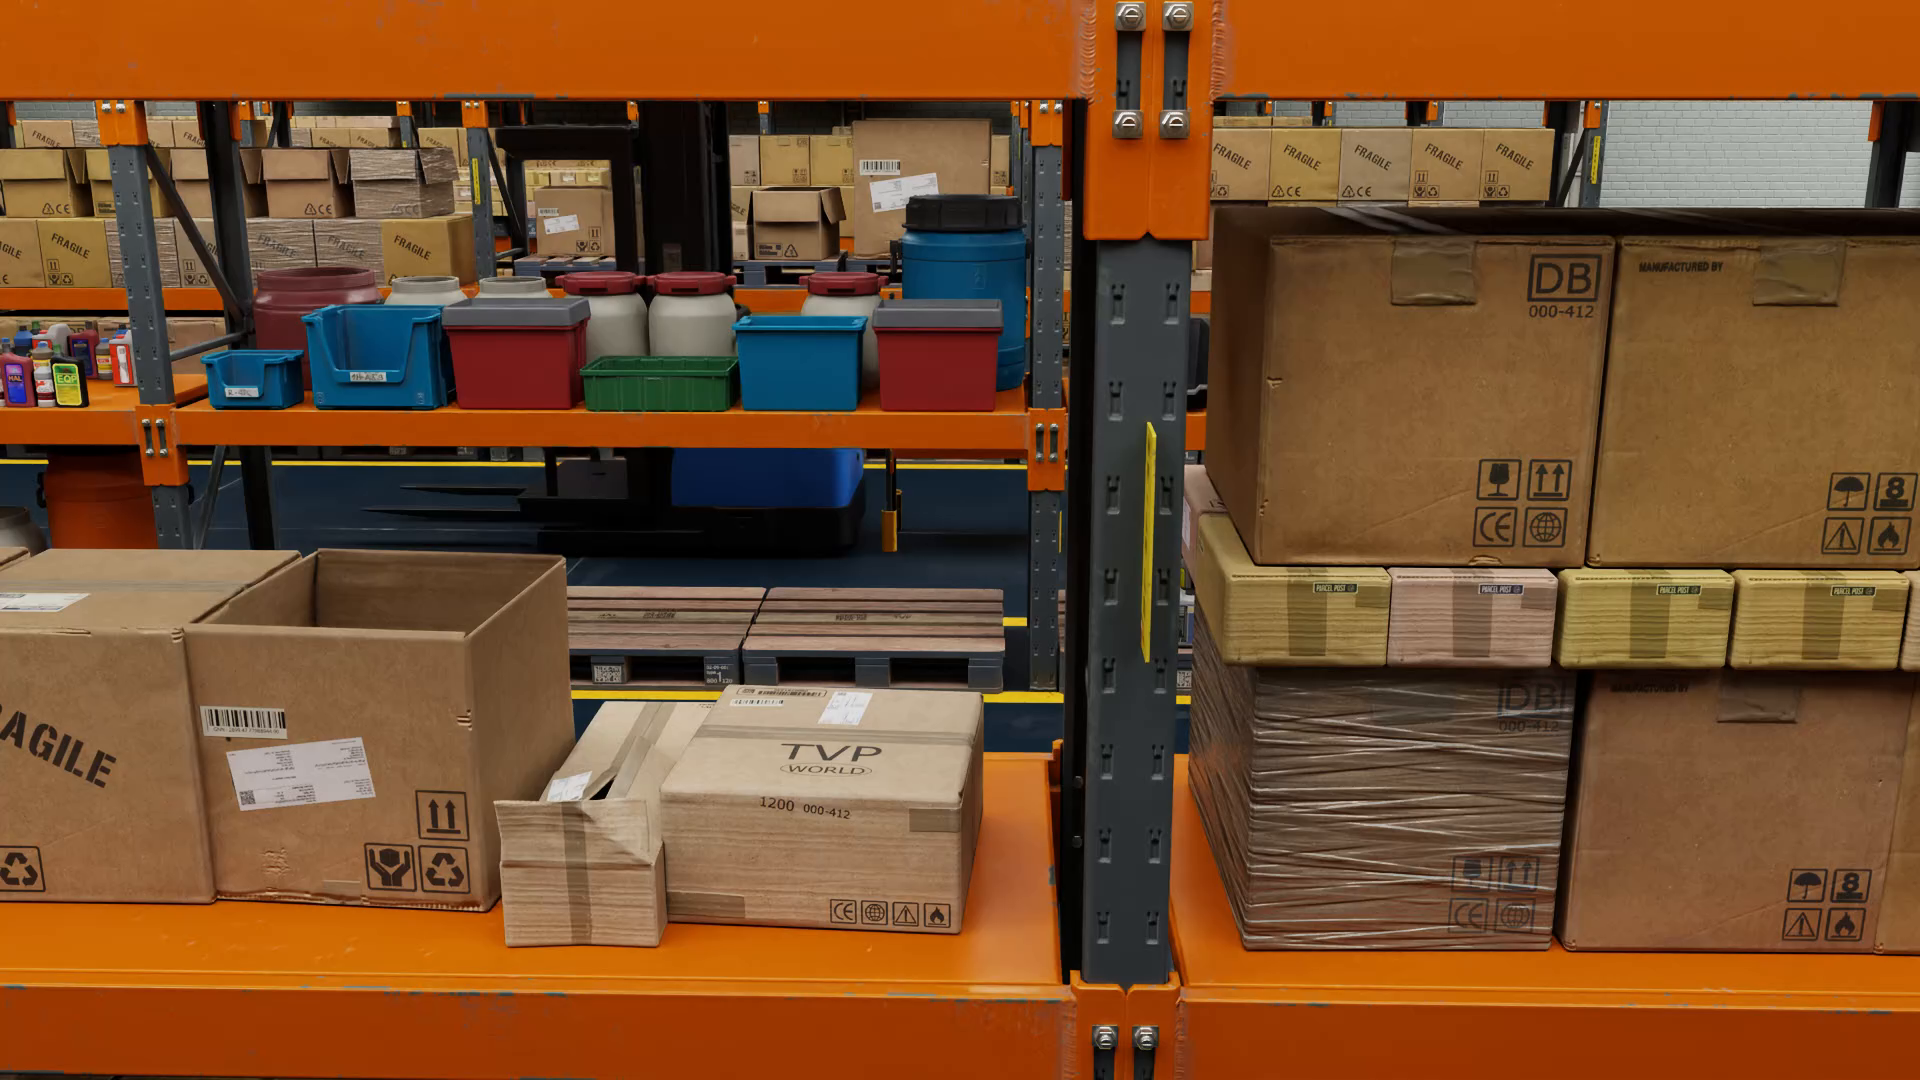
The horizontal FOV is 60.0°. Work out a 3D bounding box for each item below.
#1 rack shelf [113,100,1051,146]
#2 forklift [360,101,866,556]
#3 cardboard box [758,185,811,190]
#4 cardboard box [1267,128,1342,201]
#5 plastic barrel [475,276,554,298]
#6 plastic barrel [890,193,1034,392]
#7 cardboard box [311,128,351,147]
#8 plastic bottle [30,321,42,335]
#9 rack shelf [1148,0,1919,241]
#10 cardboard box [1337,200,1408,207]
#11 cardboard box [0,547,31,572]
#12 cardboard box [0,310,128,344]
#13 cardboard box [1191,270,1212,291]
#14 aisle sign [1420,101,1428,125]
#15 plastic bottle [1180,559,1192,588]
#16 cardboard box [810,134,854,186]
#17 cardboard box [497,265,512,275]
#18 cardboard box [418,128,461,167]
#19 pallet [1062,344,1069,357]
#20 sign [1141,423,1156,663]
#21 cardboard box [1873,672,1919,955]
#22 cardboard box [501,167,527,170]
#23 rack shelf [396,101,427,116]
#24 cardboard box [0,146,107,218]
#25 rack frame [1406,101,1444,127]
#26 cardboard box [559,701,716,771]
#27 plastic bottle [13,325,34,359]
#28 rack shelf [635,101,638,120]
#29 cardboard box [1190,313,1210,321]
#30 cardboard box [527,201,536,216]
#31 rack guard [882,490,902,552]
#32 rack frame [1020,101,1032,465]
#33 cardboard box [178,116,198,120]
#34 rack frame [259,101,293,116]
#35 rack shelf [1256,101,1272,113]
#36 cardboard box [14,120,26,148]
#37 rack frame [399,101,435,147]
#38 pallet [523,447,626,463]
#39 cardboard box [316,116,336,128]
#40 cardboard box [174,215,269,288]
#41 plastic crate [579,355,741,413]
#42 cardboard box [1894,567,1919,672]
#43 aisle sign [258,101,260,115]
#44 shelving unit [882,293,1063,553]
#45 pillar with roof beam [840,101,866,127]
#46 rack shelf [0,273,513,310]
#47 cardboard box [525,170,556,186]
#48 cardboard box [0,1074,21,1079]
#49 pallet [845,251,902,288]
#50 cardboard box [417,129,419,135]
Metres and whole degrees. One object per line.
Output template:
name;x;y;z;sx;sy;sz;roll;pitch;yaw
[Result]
rack shelf;-1.601;-1.992;7.541;4.000;0.370;1.077;0;15;1
forklift;-2.144;-1.456;10.112;3.031;2.935;1.130;1;15;3
cardboard box;-1.792;-3.401;17.153;0.500;0.500;0.500;0;15;1
cardboard box;2.468;-2.741;12.110;0.500;0.500;0.500;0;15;1
plastic barrel;-2.146;-1.002;8.038;0.421;0.512;0.421;0;15;0
plastic barrel;0.020;-1.199;8.021;0.708;0.901;0.600;0;15;1
cardboard box;-8.206;-5.189;21.971;0.500;0.500;0.500;0;15;1
plastic bottle;-4.620;-0.947;8.278;0.133;0.283;0.061;0;15;1
rack shelf;2.267;-0.703;2.655;4.000;0.370;1.077;0;15;1
cardboard box;2.972;-2.303;12.411;0.500;0.500;0.875;0;15;1
cardboard box;-2.053;0.319;3.055;0.500;0.500;0.500;0;15;-2
cardboard box;-6.833;-1.368;12.989;0.875;0.875;1.225;0;15;2
cardboard box;1.731;-1.929;12.265;0.250;0.149;0.380;0;15;1
aisle sign;4.829;-4.711;17.220;0.004;0.787;0.394;0;15;1
plastic bottle;1.045;0.159;8.188;0.185;0.351;0.144;0;15;1
cardboard box;-1.269;-3.947;17.266;0.500;0.500;0.700;0;15;1
cardboard box;-4.950;-2.732;17.424;0.500;0.250;0.500;1;15;3
cardboard box;-6.787;-5.175;21.918;0.500;0.500;0.500;1;15;2
pallet;1.510;-2.031;17.623;1.213;0.211;1.003;0;15;1
sign;0.264;0.003;2.332;0.005;0.325;0.100;0;15;1
cardboard box;1.740;0.346;2.954;0.500;0.500;0.700;1;15;2
cardboard box;-4.753;-3.859;17.588;0.250;0.149;0.380;1;15;4
rack shelf;-9.219;-5.835;22.105;4.000;0.370;1.077;0;15;1
cardboard box;-6.834;-2.723;12.619;0.637;0.503;0.797;0;15;0
rack frame;4.751;-3.378;17.263;0.127;3.000;1.000;0;15;1
cardboard box;-0.613;0.450;3.246;0.250;0.149;0.380;0;15;1
plastic bottle;-4.604;-0.921;8.203;0.097;0.271;0.097;0;15;0
rack shelf;-1.247;-4.520;17.120;4.000;0.370;1.077;0;15;1
cardboard box;2.280;-2.553;17.478;0.875;0.875;0.875;0;15;2
cardboard box;-4.257;-3.401;17.021;0.250;0.149;0.380;1;15;2
rack guard;-0.422;-0.124;10.319;0.087;0.250;0.587;0;15;1
rack frame;0.524;-2.140;12.570;0.127;3.000;1.000;0;15;1
cardboard box;-10.086;-5.506;21.902;0.250;0.149;0.380;0;15;0
rack frame;-11.095;-6.011;27.243;0.127;3.000;1.000;0;15;1
rack shelf;2.900;-7.022;26.607;4.000;0.370;1.077;0;15;1
cardboard box;-9.778;-4.076;17.172;0.500;0.500;0.500;0;15;0
rack frame;-7.220;-4.719;22.347;0.127;3.000;1.000;0;15;1
pallet;-2.693;-0.812;13.004;1.213;0.211;1.003;0;15;1
cardboard box;-8.299;-5.516;21.940;0.250;0.149;0.380;0;15;1
cardboard box;-5.500;-2.165;12.470;0.500;0.500;0.500;1;15;2
plastic crate;-1.350;-0.714;7.580;0.662;0.188;0.450;0;15;1
cardboard box;1.553;0.082;2.681;0.250;0.149;0.380;0;15;0
aisle sign;-11.171;-7.194;26.630;0.004;0.787;0.394;0;15;1
shelving unit;0.076;-0.725;10.147;1.083;1.500;0.587;0;15;1
pillar with roof beam;-1.882;-7.983;22.958;0.400;9.000;9.100;0;15;1
rack shelf;-5.474;-1.831;12.810;4.000;0.370;1.077;0;15;1
cardboard box;-4.261;-3.689;16.947;0.250;0.149;0.380;1;15;3
cardboard box;-2.177;1.162;3.523;0.500;0.311;0.500;0;15;1
pallet;-0.236;-2.089;12.754;1.213;0.211;1.003;0;15;1
cardboard box;-8.579;-6.496;27.324;0.500;0.500;0.500;0;15;0
